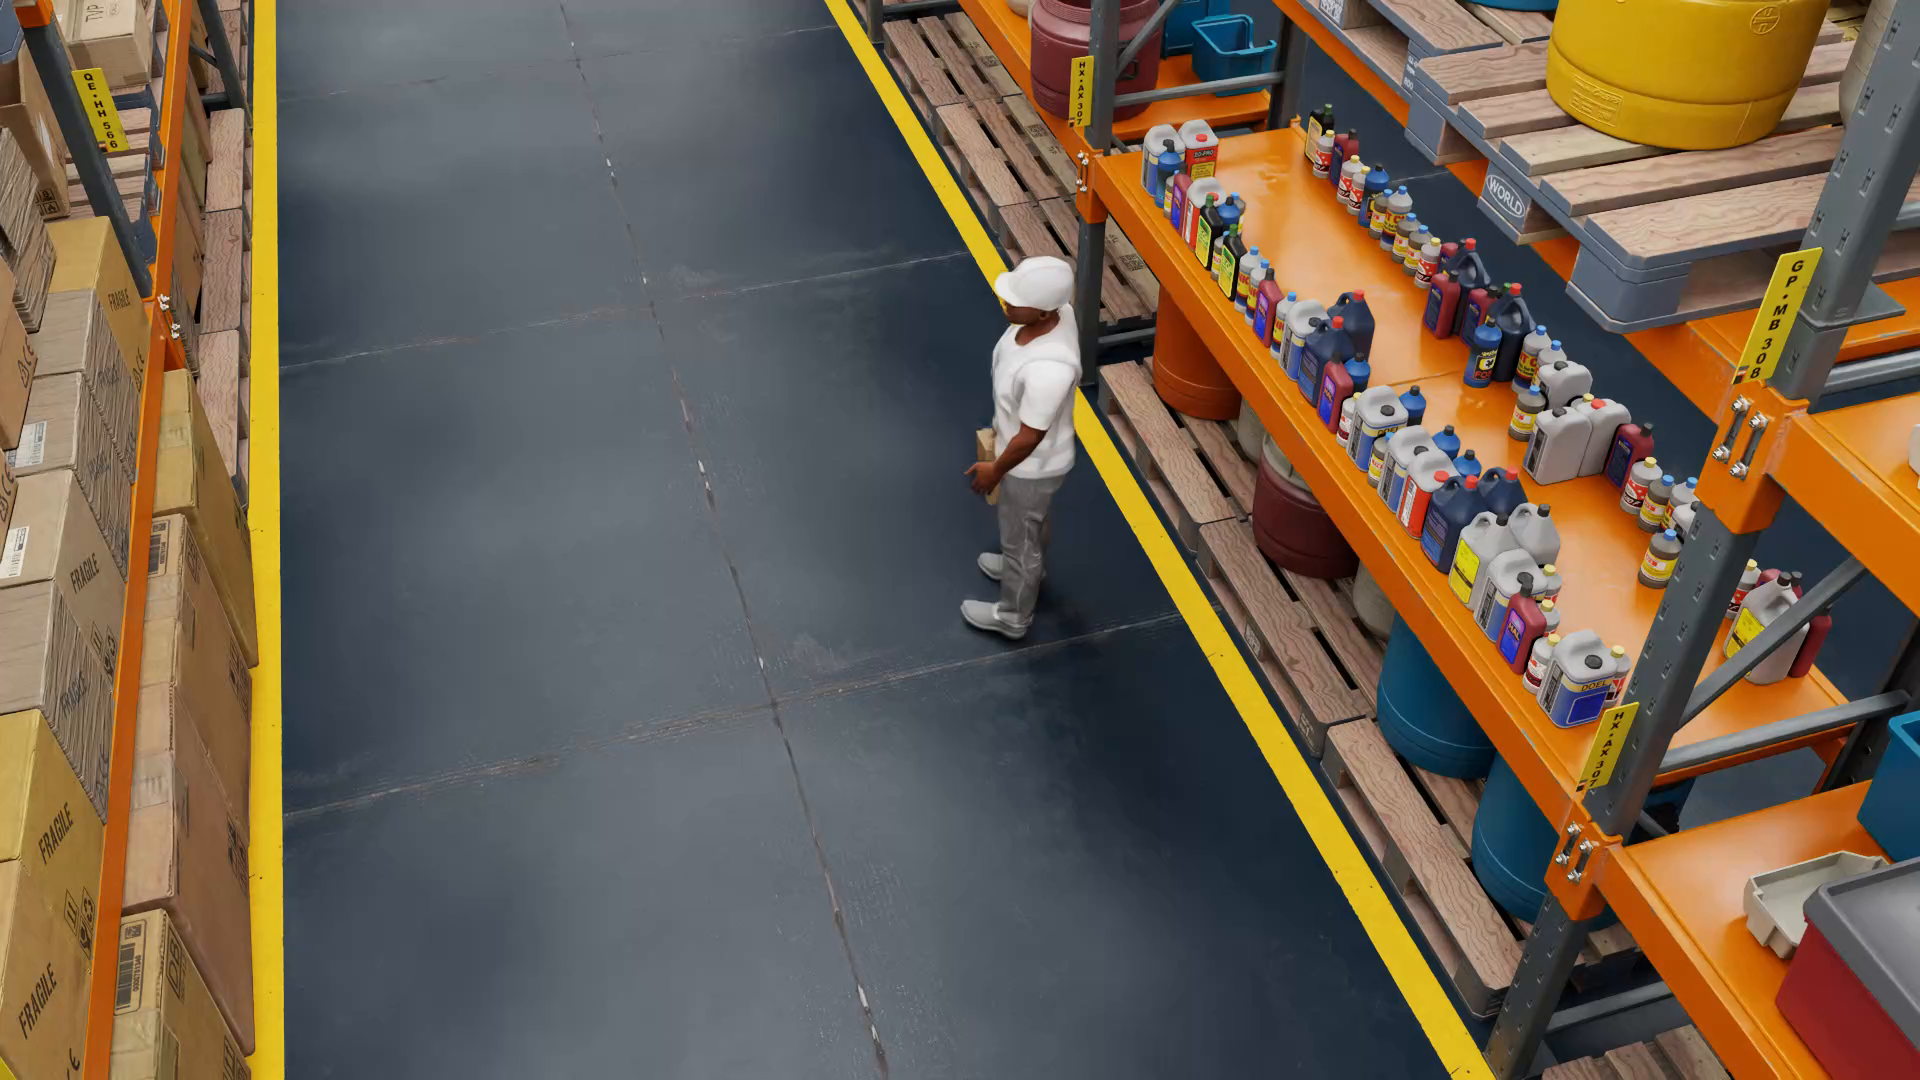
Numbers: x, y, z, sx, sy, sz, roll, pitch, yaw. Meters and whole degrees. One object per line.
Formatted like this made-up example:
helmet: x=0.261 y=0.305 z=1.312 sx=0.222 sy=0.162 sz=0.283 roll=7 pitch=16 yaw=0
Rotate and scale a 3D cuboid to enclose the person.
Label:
person: x=0.227 y=-0.373 z=6.522 sx=0.452 sy=1.775 sz=0.600 roll=1 pitch=42 yaw=1
